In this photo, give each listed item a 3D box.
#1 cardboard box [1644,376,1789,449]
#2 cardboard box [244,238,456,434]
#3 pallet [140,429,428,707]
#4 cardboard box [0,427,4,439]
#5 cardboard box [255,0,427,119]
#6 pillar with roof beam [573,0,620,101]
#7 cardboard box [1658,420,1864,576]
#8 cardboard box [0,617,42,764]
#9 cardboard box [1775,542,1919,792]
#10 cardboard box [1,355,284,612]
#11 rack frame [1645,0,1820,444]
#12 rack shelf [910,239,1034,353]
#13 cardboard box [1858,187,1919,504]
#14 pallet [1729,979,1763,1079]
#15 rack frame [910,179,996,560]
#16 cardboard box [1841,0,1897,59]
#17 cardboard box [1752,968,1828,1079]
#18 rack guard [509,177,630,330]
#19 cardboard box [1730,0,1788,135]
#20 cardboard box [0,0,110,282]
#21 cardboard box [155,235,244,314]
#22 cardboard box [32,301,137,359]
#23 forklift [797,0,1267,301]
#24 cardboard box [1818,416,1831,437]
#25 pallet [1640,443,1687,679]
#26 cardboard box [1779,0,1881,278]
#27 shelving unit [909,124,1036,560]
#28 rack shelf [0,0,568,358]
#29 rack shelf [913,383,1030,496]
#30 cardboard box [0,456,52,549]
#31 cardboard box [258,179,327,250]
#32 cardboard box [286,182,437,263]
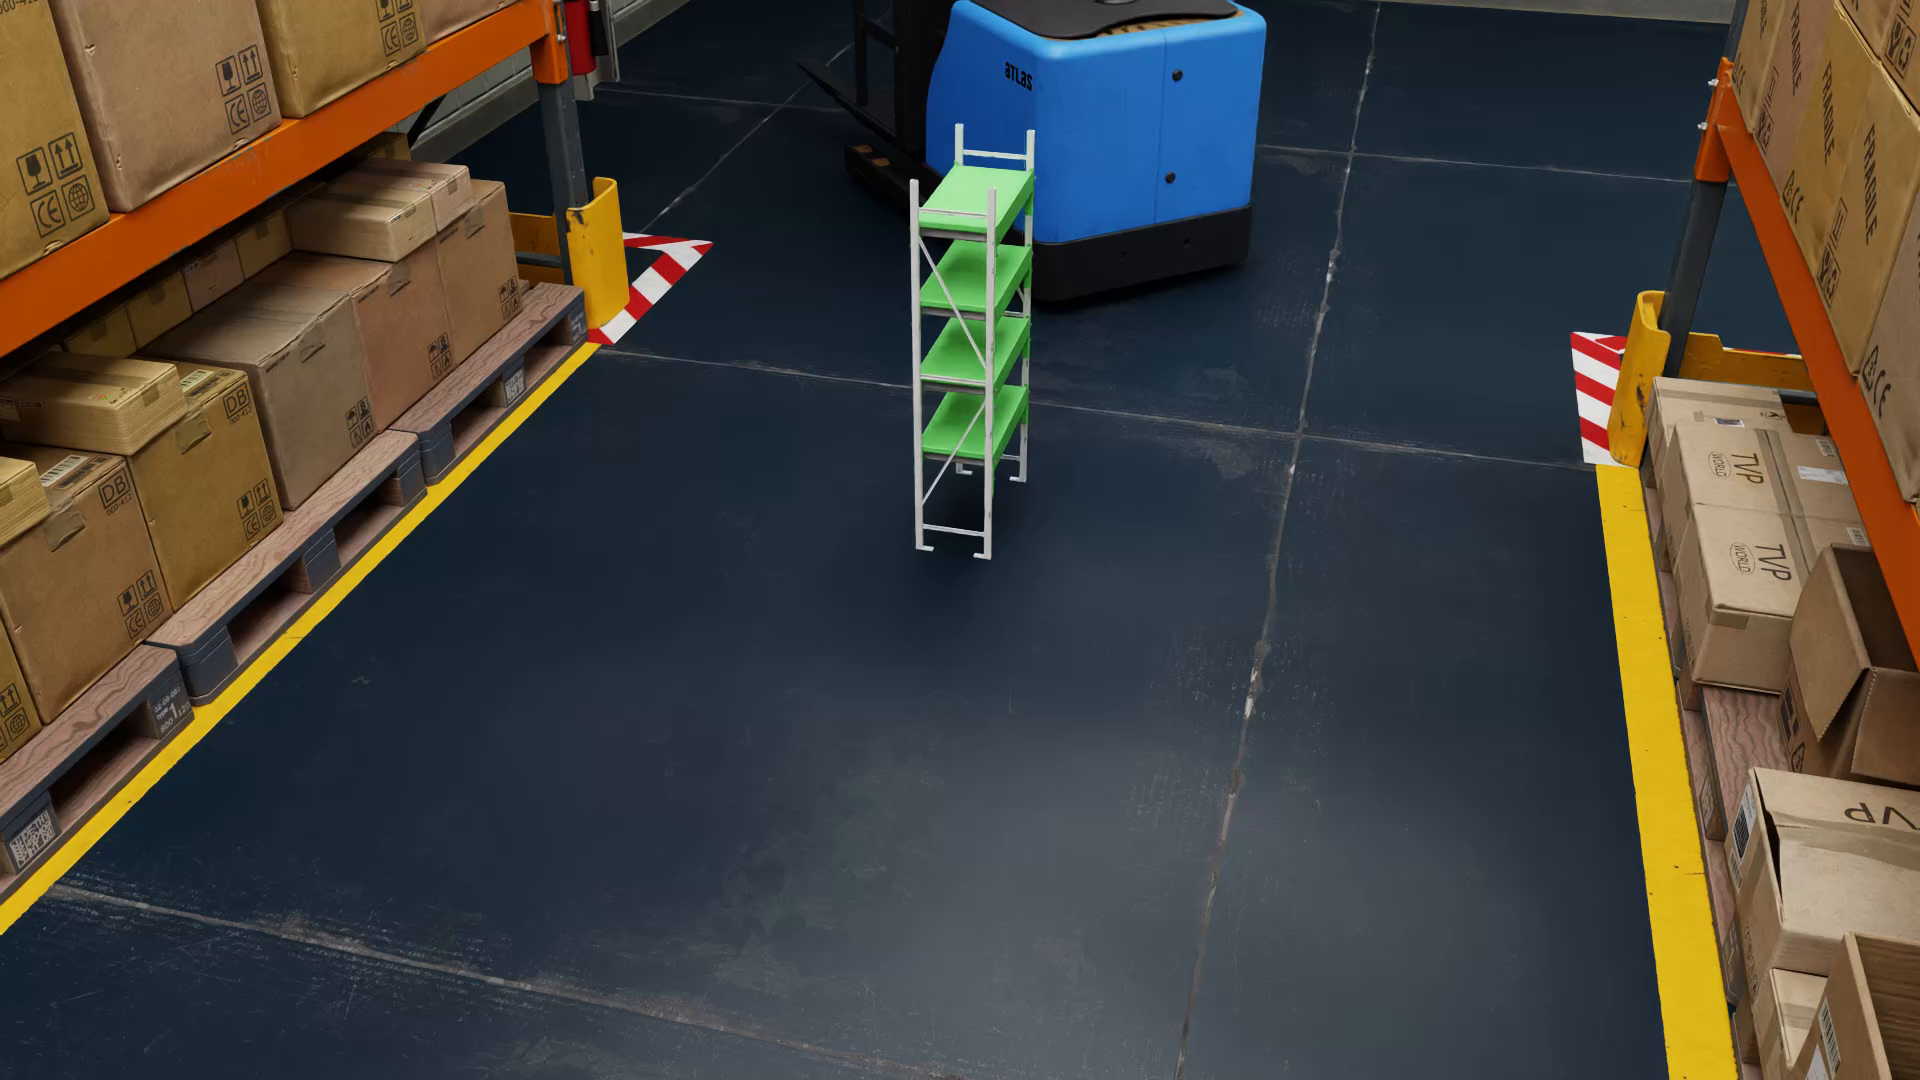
[{"bbox_3d":[2.407,-0.383,5.303,0.380,0.149,0.250,8,33,12],"label":"cardboard box"},{"bbox_3d":[-2.155,-0.729,5.539,0.700,0.500,0.500,8,33,12],"label":"cardboard box"},{"bbox_3d":[-2.386,-0.010,5.068,1.003,0.211,1.213,8,33,12],"label":"pallet"},{"bbox_3d":[-2.704,-0.300,4.260,0.380,0.149,0.250,7,33,11],"label":"cardboard box"},{"bbox_3d":[-2.240,-1.725,4.887,0.980,0.700,0.700,8,33,12],"label":"cardboard box"},{"bbox_3d":[2.066,-5.707,5.840,9.100,9.000,0.400,8,33,12],"label":"pillar with roof beam"},{"bbox_3d":[2.306,-0.093,4.753,0.500,0.250,0.500,8,33,12],"label":"cardboard box"},{"bbox_3d":[-2.673,0.336,3.864,0.700,0.500,0.500,8,33,13],"label":"cardboard box"},{"bbox_3d":[2.302,0.397,3.746,0.797,0.503,0.637,8,33,12],"label":"cardboard box"},{"bbox_3d":[-2.410,-0.190,4.692,0.700,0.500,0.500,9,33,14],"label":"cardboard box"},{"bbox_3d":[2.846,-1.571,4.924,1.000,3.000,0.127,8,33,12],"label":"rack frame"},{"bbox_3d":[0.042,-0.741,4.969,0.258,0.148,0.480,8,33,12],"label":"rack shelf"},{"bbox_3d":[1.967,-0.366,2.936,0.500,0.500,0.500,9,33,13],"label":"cardboard box"},{"bbox_3d":[2.006,1.326,2.968,1.003,0.211,1.213,8,33,12],"label":"pallet"},{"bbox_3d":[-0.020,-0.466,4.864,0.240,1.200,0.015,8,33,12],"label":"rack frame"},{"bbox_3d":[2.221,-1.309,3.488,0.500,0.500,0.500,8,33,13],"label":"cardboard box"},{"bbox_3d":[1.738,0.986,3.151,0.380,0.149,0.250,8,33,12],"label":"cardboard box"},{"bbox_3d":[-1.941,-1.201,6.673,1.175,0.500,0.348,8,33,12],"label":"rack guard"},{"bbox_3d":[2.478,-1.418,4.592,0.500,0.500,0.500,9,33,13],"label":"cardboard box"},{"bbox_3d":[-2.618,-0.951,3.671,0.980,0.700,0.700,7,33,11],"label":"cardboard box"},{"bbox_3d":[-2.445,-0.829,5.093,0.380,0.149,0.250,8,33,13],"label":"cardboard box"},{"bbox_3d":[-2.574,-0.565,4.677,0.380,0.149,0.250,7,33,12],"label":"cardboard box"},{"bbox_3d":[0.106,-2.958,7.171,1.130,2.935,3.031,-15,35,-22],"label":"forklift"},{"bbox_3d":[2.946,-0.386,4.980,0.500,0.500,0.500,8,33,12],"label":"cardboard box"},{"bbox_3d":[2.625,0.060,4.960,1.003,0.211,1.213,8,33,12],"label":"pallet"},{"bbox_3d":[2.222,-0.890,3.761,0.500,0.500,0.500,8,33,12],"label":"cardboard box"},{"bbox_3d":[0.042,-0.592,5.063,0.258,1.200,0.503,8,33,12],"label":"shelving unit"},{"bbox_3d":[-2.454,-0.902,4.543,1.077,0.370,4.000,8,33,12],"label":"rack shelf"},{"bbox_3d":[0.042,-0.336,5.226,0.258,0.148,0.480,8,33,12],"label":"rack shelf"},{"bbox_3d":[-2.410,-0.090,3.930,0.380,0.149,0.250,9,34,14],"label":"cardboard box"},{"bbox_3d":[-2.317,-1.091,5.505,0.380,0.149,0.250,8,33,12],"label":"cardboard box"},{"bbox_3d":[-1.948,-1.038,5.421,0.380,0.149,0.250,9,34,14],"label":"cardboard box"}]
